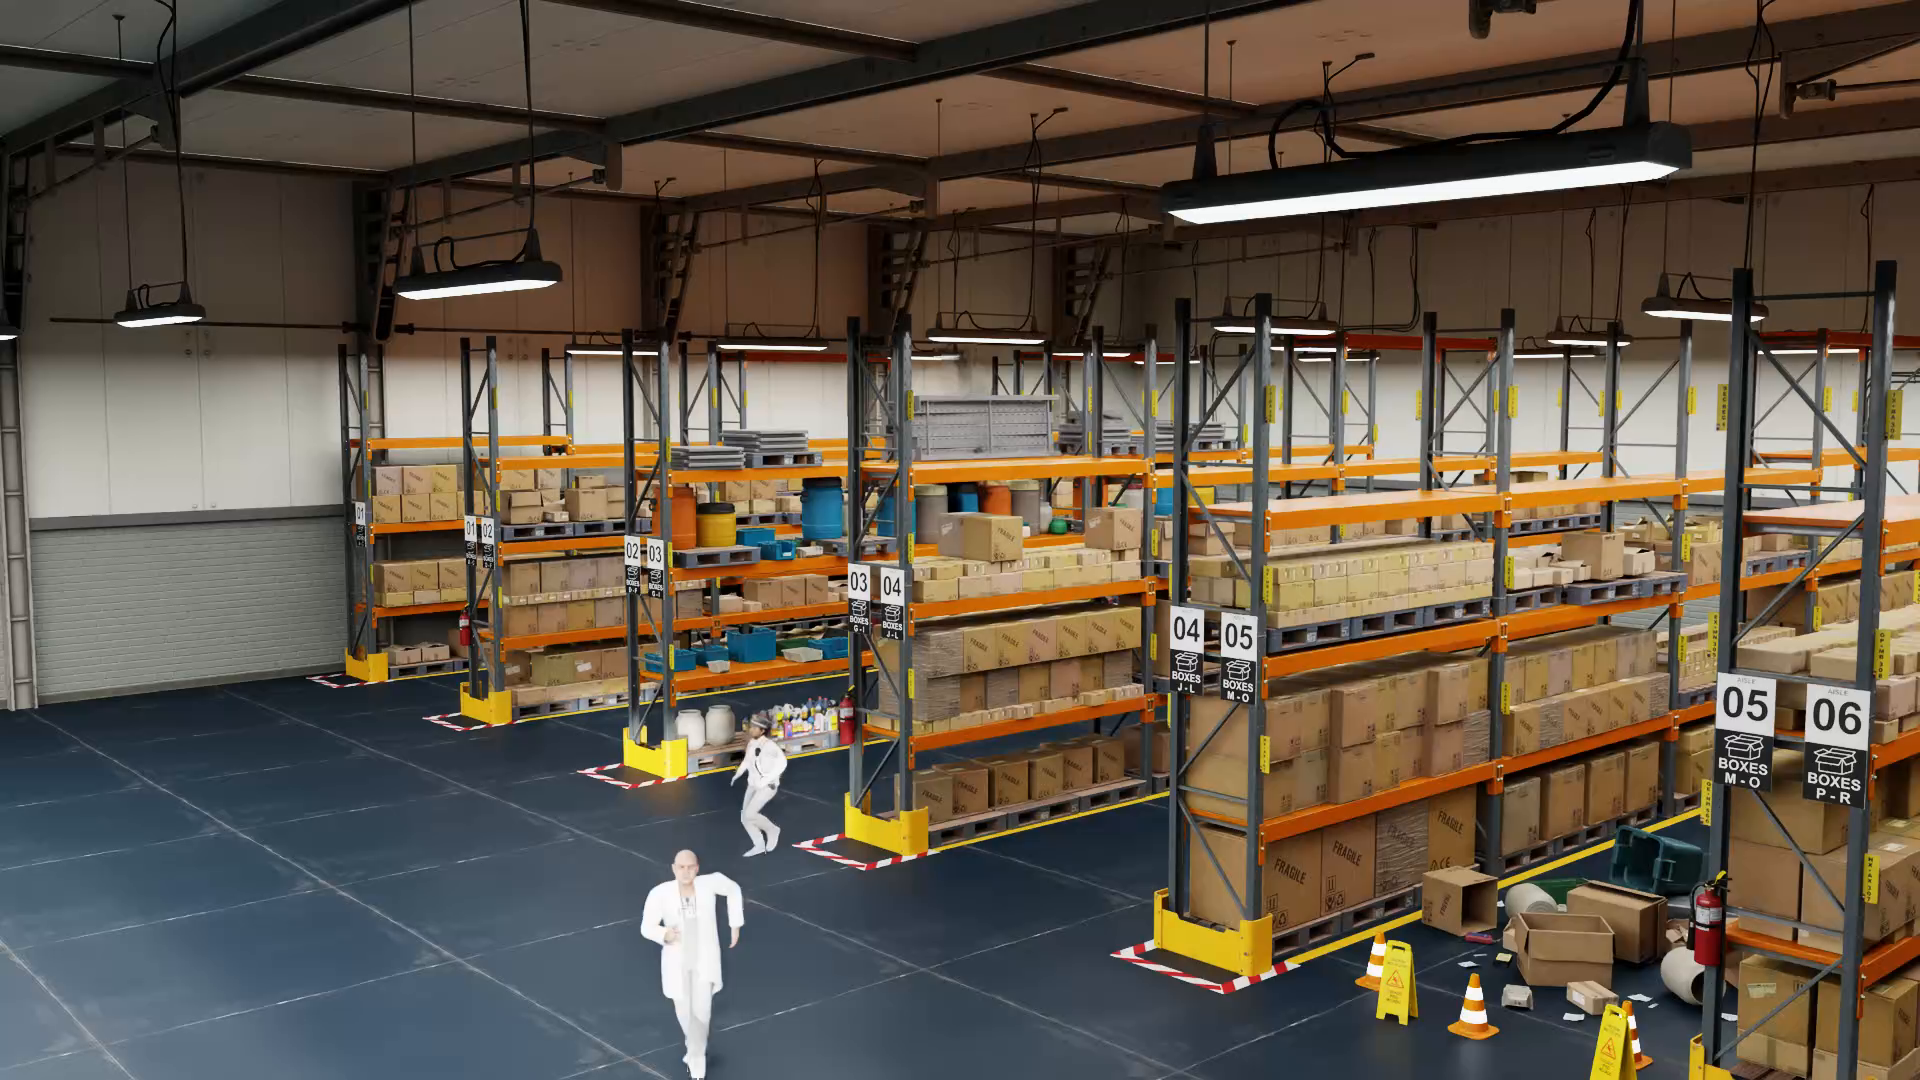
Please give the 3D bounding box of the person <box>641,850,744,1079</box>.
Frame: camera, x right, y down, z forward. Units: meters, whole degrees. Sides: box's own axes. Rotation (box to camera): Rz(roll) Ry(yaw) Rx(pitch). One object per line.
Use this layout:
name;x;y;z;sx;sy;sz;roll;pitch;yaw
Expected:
person;-1.997;3.166;12.463;0.753;1.763;0.881;-1;5;-7

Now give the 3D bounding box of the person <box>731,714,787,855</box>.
person;-2.243;2.739;18.365;0.712;1.656;0.513;5;7;45
